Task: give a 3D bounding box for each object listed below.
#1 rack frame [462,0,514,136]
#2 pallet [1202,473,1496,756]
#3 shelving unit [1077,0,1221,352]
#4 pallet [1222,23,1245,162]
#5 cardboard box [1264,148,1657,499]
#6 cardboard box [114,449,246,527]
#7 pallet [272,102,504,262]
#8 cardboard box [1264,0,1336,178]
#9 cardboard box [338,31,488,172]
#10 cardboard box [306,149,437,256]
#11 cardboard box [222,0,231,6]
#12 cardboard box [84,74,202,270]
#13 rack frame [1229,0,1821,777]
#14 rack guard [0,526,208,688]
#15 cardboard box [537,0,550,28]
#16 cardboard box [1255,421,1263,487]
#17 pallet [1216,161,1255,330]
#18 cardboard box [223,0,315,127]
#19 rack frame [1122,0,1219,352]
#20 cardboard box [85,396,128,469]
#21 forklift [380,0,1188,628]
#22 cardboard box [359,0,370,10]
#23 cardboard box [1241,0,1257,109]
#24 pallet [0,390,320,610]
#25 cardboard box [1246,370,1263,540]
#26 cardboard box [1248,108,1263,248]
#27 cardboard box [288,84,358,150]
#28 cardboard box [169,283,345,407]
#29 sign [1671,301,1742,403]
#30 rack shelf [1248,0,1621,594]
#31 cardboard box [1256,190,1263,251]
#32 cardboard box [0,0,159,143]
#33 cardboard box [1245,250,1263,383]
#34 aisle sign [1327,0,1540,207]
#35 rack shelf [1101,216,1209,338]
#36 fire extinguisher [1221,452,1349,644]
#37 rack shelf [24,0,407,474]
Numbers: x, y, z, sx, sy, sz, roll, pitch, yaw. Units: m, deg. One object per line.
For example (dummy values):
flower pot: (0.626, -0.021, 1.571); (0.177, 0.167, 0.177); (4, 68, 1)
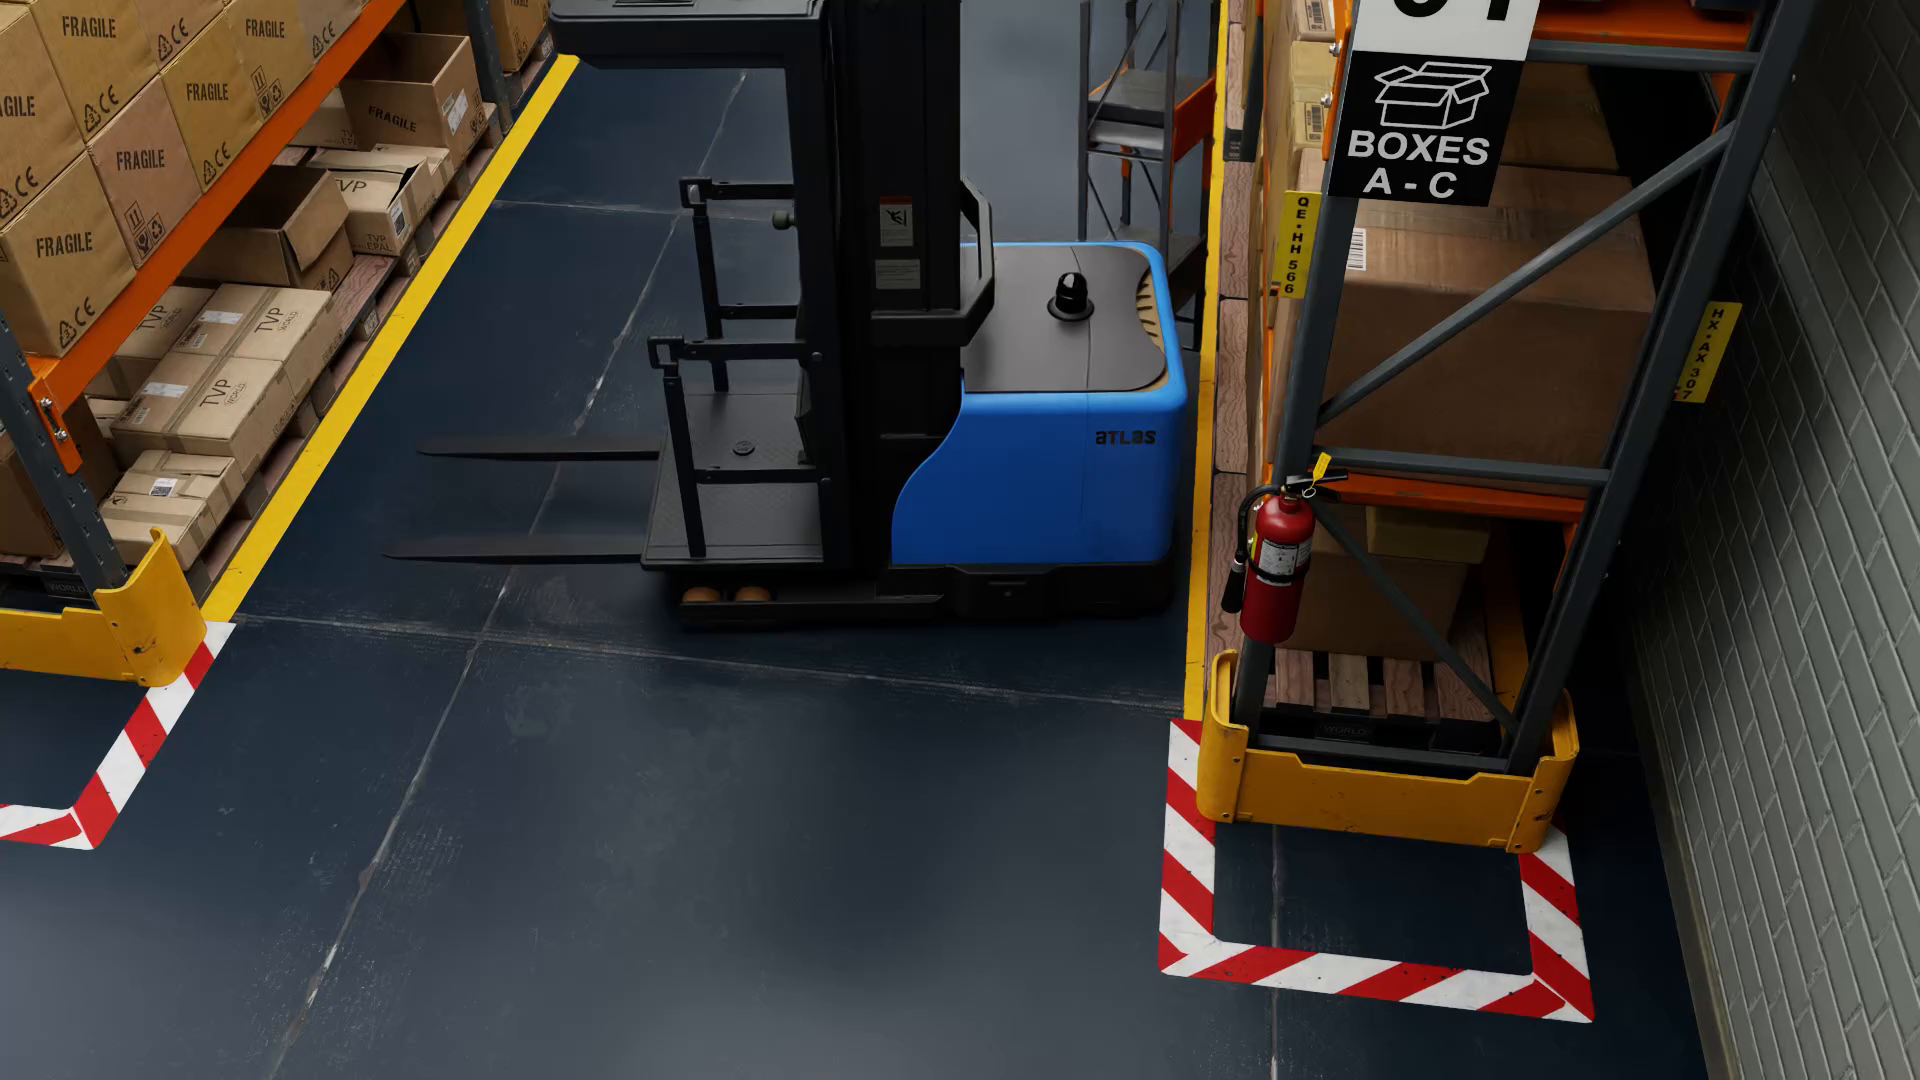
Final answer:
rack frame: (-2.962, -3.381, 8.139); (1.000, 3.000, 0.127); (5, 44, 6)
pallet: (1.448, 0.254, 6.329); (1.003, 0.211, 1.213); (5, 44, 6)
shelving unit: (0.779, -1.670, 6.920); (0.431, 2.100, 0.503); (14, 36, 23)
pallet: (1.976, -2.453, 9.187); (1.003, 0.211, 1.213); (5, 44, 6)
cardboard box: (1.477, -0.664, 5.052); (0.980, 0.700, 0.700); (7, 44, 7)
cardboard box: (-3.062, -0.210, 6.531); (0.380, 0.166, 0.250); (5, 44, 6)
pallet: (-3.054, -1.900, 8.603); (1.003, 0.211, 1.213); (5, 44, 6)
cardboard box: (1.672, -1.680, 6.124); (0.980, 0.700, 0.700); (3, 44, 3)
cardboard box: (-2.756, -2.219, 8.410); (0.500, 0.500, 0.500); (5, 44, 6)
cardboard box: (-2.856, -1.639, 7.935); (0.500, 0.311, 0.500); (5, 44, 6)
cardboard box: (-2.972, -2.376, 6.278); (0.500, 0.500, 0.500); (5, 44, 5)
cardboard box: (-3.108, -1.321, 5.891); (0.500, 0.500, 0.500); (5, 44, 5)
rack frame: (1.420, -0.207, 4.787); (1.000, 3.000, 0.127); (5, 44, 6)
rack guard: (-3.481, 0.201, 6.174); (1.175, 0.500, 0.348); (5, 44, 6)
cardboard box: (-2.597, -3.305, 9.557); (0.500, 0.500, 0.500); (6, 44, 6)
cardboard box: (1.249, -0.278, 5.902); (0.380, 0.149, 0.250); (5, 44, 5)
pallet: (1.770, -1.409, 8.085); (1.003, 0.211, 1.213); (5, 44, 6)
cardboard box: (-2.971, -2.004, 6.612); (0.500, 0.500, 0.500); (6, 44, 6)
rack frame: (0.891, -1.789, 7.101); (0.400, 2.100, 0.015); (14, 36, 23)
cardboard box: (-3.521, -0.446, 6.781); (0.380, 0.166, 0.250); (5, 44, 6)
forklift: (-0.714, -1.093, 5.772); (3.031, 2.935, 1.130); (-1, 43, -1)
cardboard box: (-2.841, -2.702, 7.349); (0.500, 0.500, 0.500); (6, 44, 7)
cardboard box: (1.906, -2.760, 8.741); (0.750, 0.750, 0.750); (6, 44, 6)
pallet: (-3.377, -0.237, 6.847); (1.003, 0.211, 1.213); (5, 44, 6)
cardboard box: (1.479, -0.279, 6.376); (0.700, 0.500, 0.500); (5, 44, 5)
cardboard box: (1.748, -1.677, 7.853); (0.700, 0.500, 0.500); (6, 44, 6)
cardboard box: (-3.232, -2.298, 8.631); (0.500, 0.311, 0.500); (5, 44, 6)
cardboard box: (-3.006, -0.842, 7.138); (0.500, 0.250, 0.500); (5, 44, 6)
sign: (1.969, -0.496, 4.404); (0.100, 0.325, 0.005); (5, 44, 6)
rack shelf: (1.684, -1.309, 6.474); (1.077, 0.370, 4.000); (5, 44, 6)
cardboard box: (1.453, -1.340, 7.025); (0.380, 0.149, 0.250); (4, 44, 4)
cardboard box: (-3.109, -1.689, 5.553); (0.500, 0.500, 0.500); (6, 44, 6)
cardboard box: (1.608, -0.986, 7.122); (0.700, 0.500, 0.500); (6, 44, 6)
aisle sign: (1.113, -1.129, 3.870); (0.394, 0.787, 0.004); (5, 44, 6)
rack shelf: (0.799, -1.068, 7.302); (0.431, 0.518, 0.480); (14, 36, 23)
fire extinguisher: (0.942, 0.017, 4.877); (0.296, 0.674, 0.183); (5, 44, 6)
rack shelf: (-3.227, -1.756, 6.947); (1.077, 0.370, 4.000); (5, 44, 6)
